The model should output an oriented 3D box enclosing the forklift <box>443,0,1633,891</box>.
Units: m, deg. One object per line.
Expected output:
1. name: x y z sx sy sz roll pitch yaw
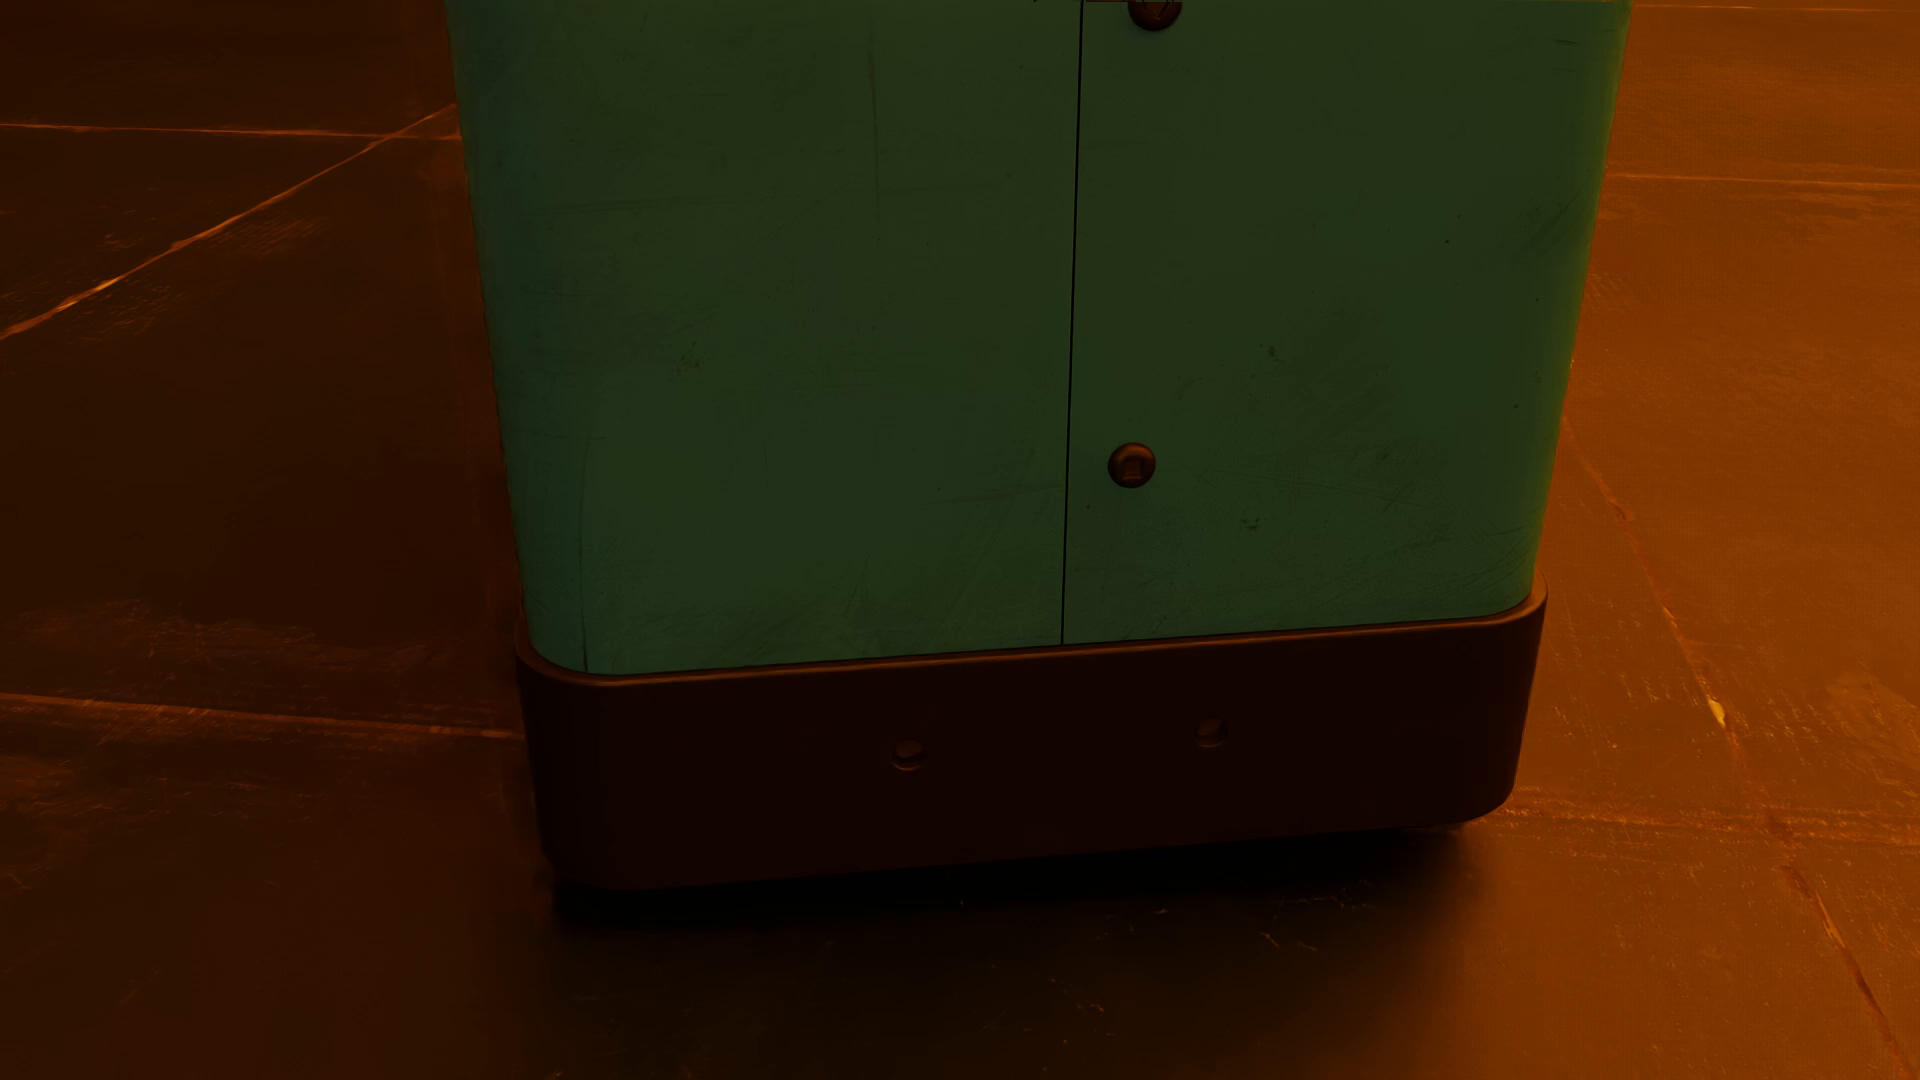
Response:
1. forklift: -0.101 -1.595 2.414 1.130 2.935 3.031 -3 27 -7
